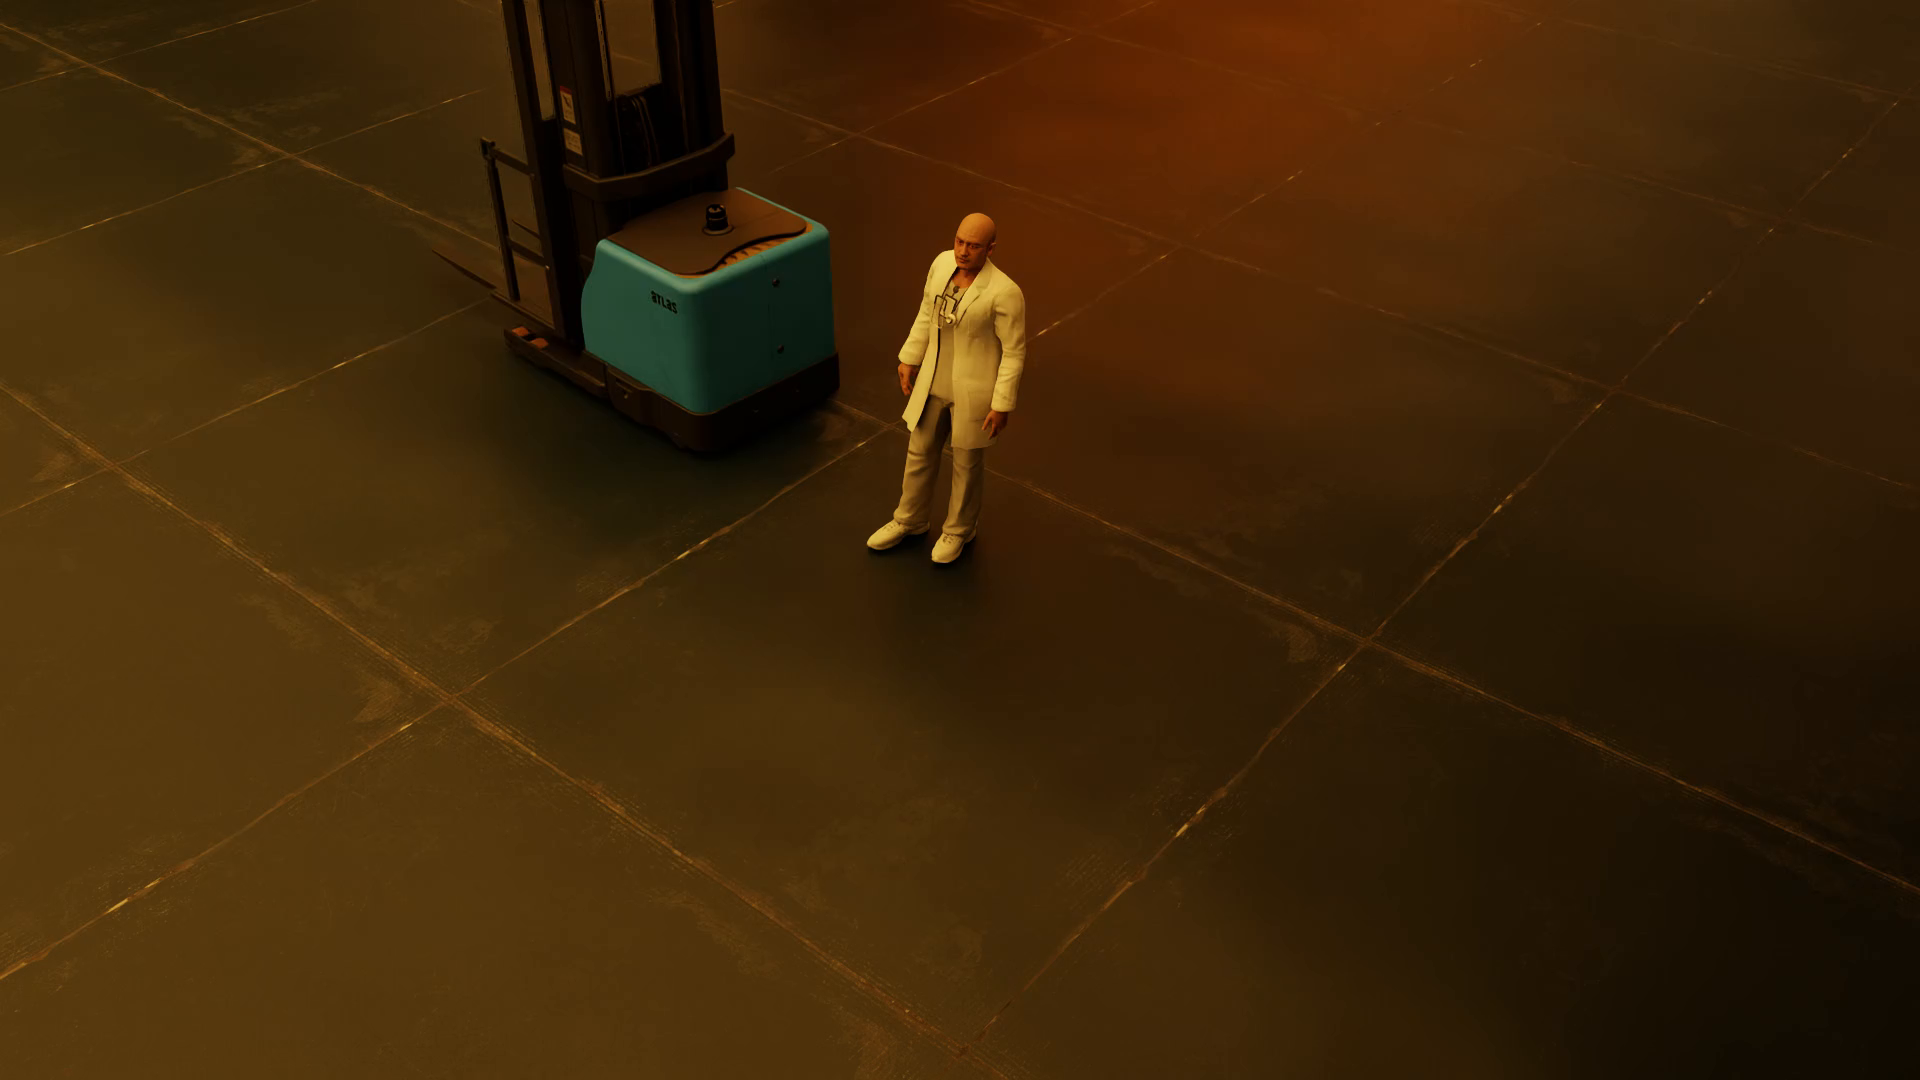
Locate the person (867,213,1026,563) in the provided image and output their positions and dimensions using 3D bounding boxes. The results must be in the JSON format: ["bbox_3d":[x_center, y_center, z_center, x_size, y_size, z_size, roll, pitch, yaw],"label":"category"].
[{"bbox_3d":[-0.061,-0.685,7.927,0.698,1.777,0.578,26,43,31],"label":"person"}]

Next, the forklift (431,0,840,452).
[{"bbox_3d":[-2.101,-2.419,9.345,3.031,2.935,1.130,30,45,34],"label":"forklift"}]
